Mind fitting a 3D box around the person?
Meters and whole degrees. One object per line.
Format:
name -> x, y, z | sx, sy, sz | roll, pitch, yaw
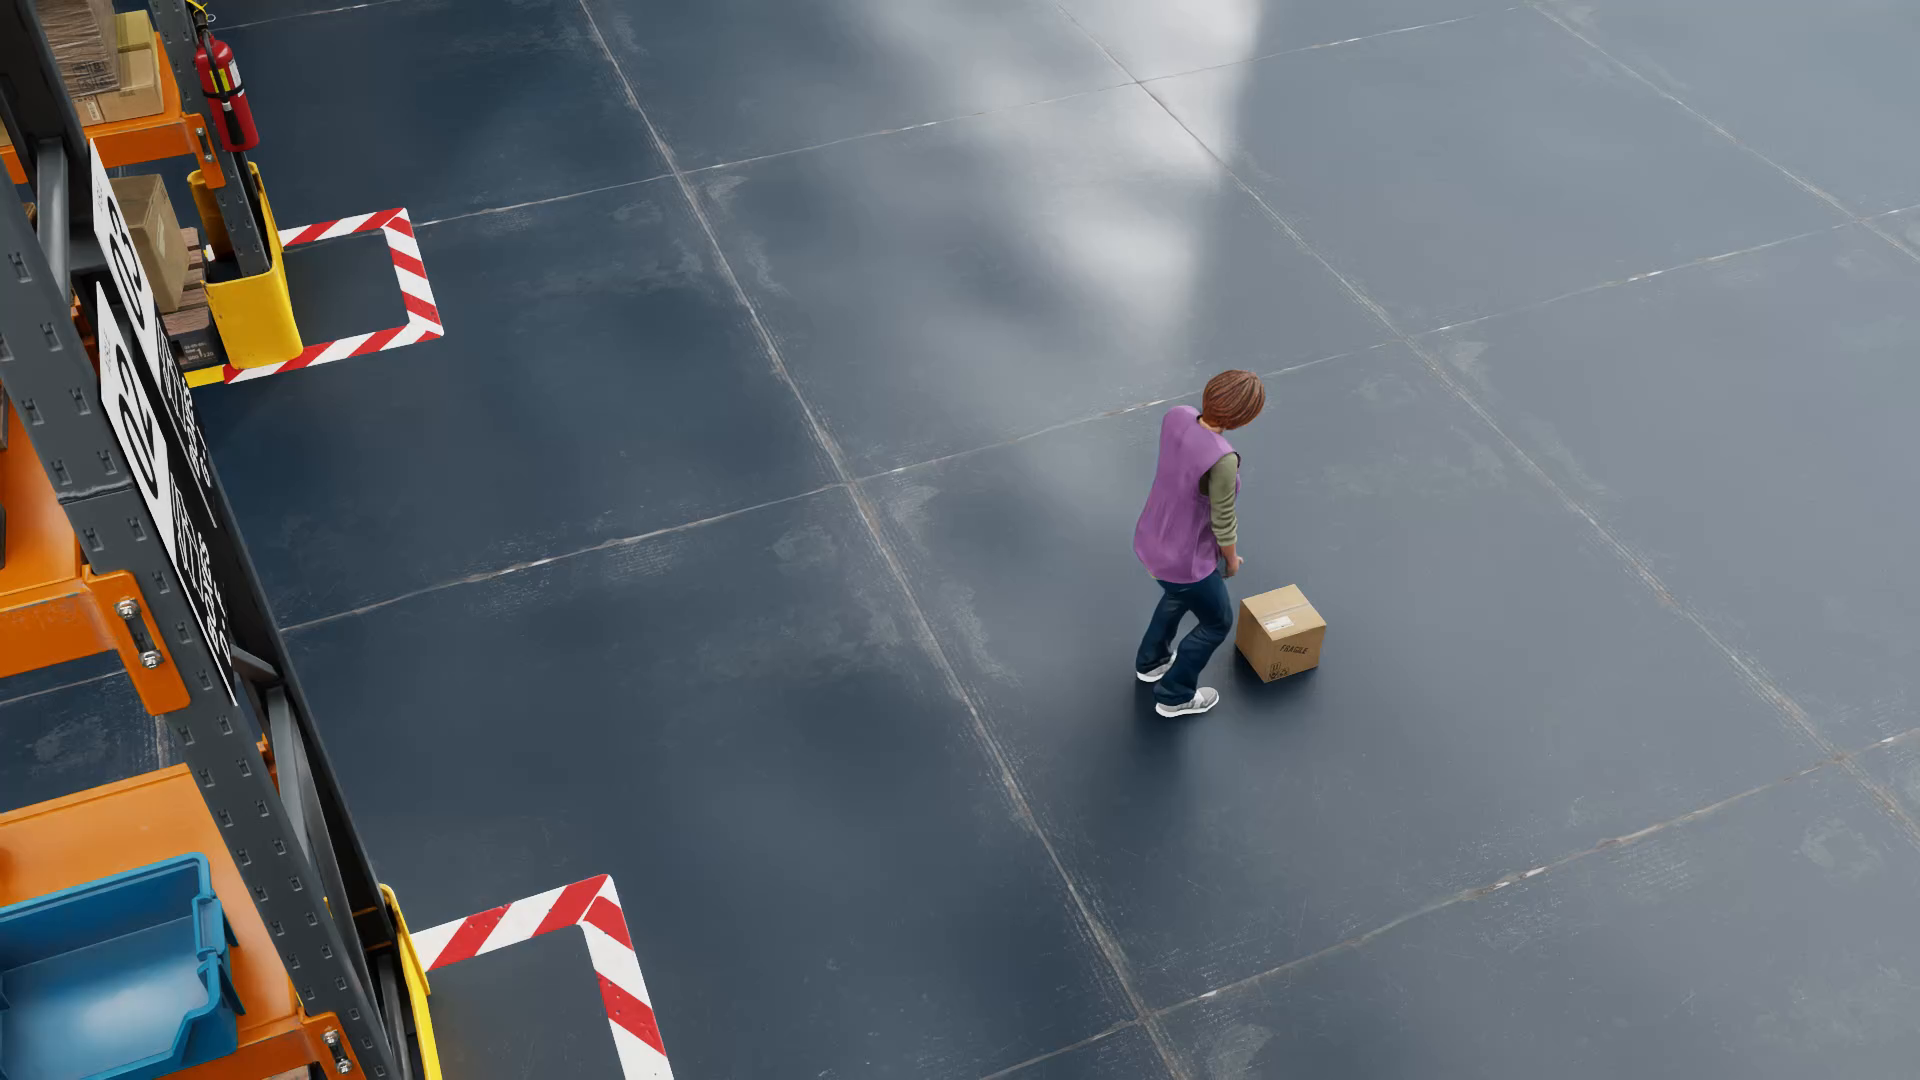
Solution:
person -> 0.858, 0.022, 6.215 | 0.437, 1.510, 0.437 | -14, 44, -15
